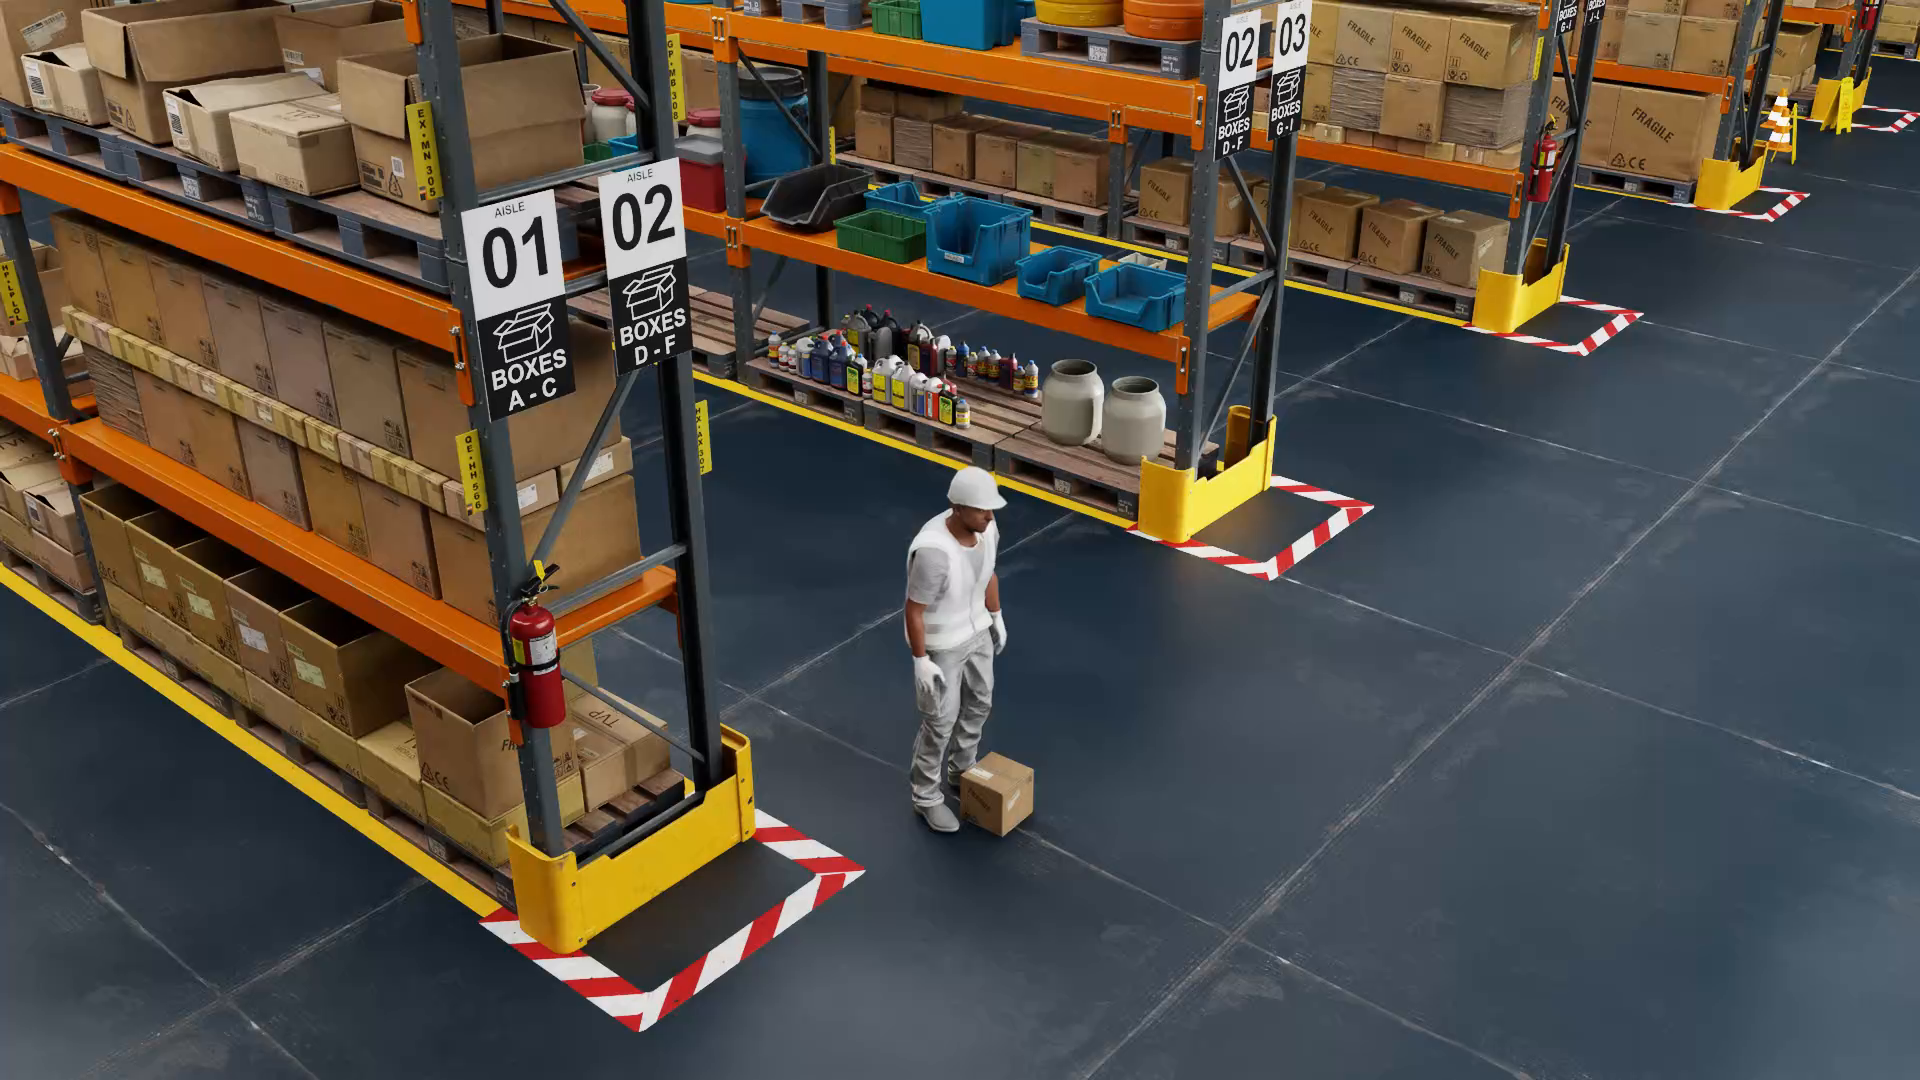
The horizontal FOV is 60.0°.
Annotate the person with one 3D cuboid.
[{"bbox_3d":[-0.007,0.470,7.688,0.453,1.774,0.620,20,33,34],"label":"person"}]
